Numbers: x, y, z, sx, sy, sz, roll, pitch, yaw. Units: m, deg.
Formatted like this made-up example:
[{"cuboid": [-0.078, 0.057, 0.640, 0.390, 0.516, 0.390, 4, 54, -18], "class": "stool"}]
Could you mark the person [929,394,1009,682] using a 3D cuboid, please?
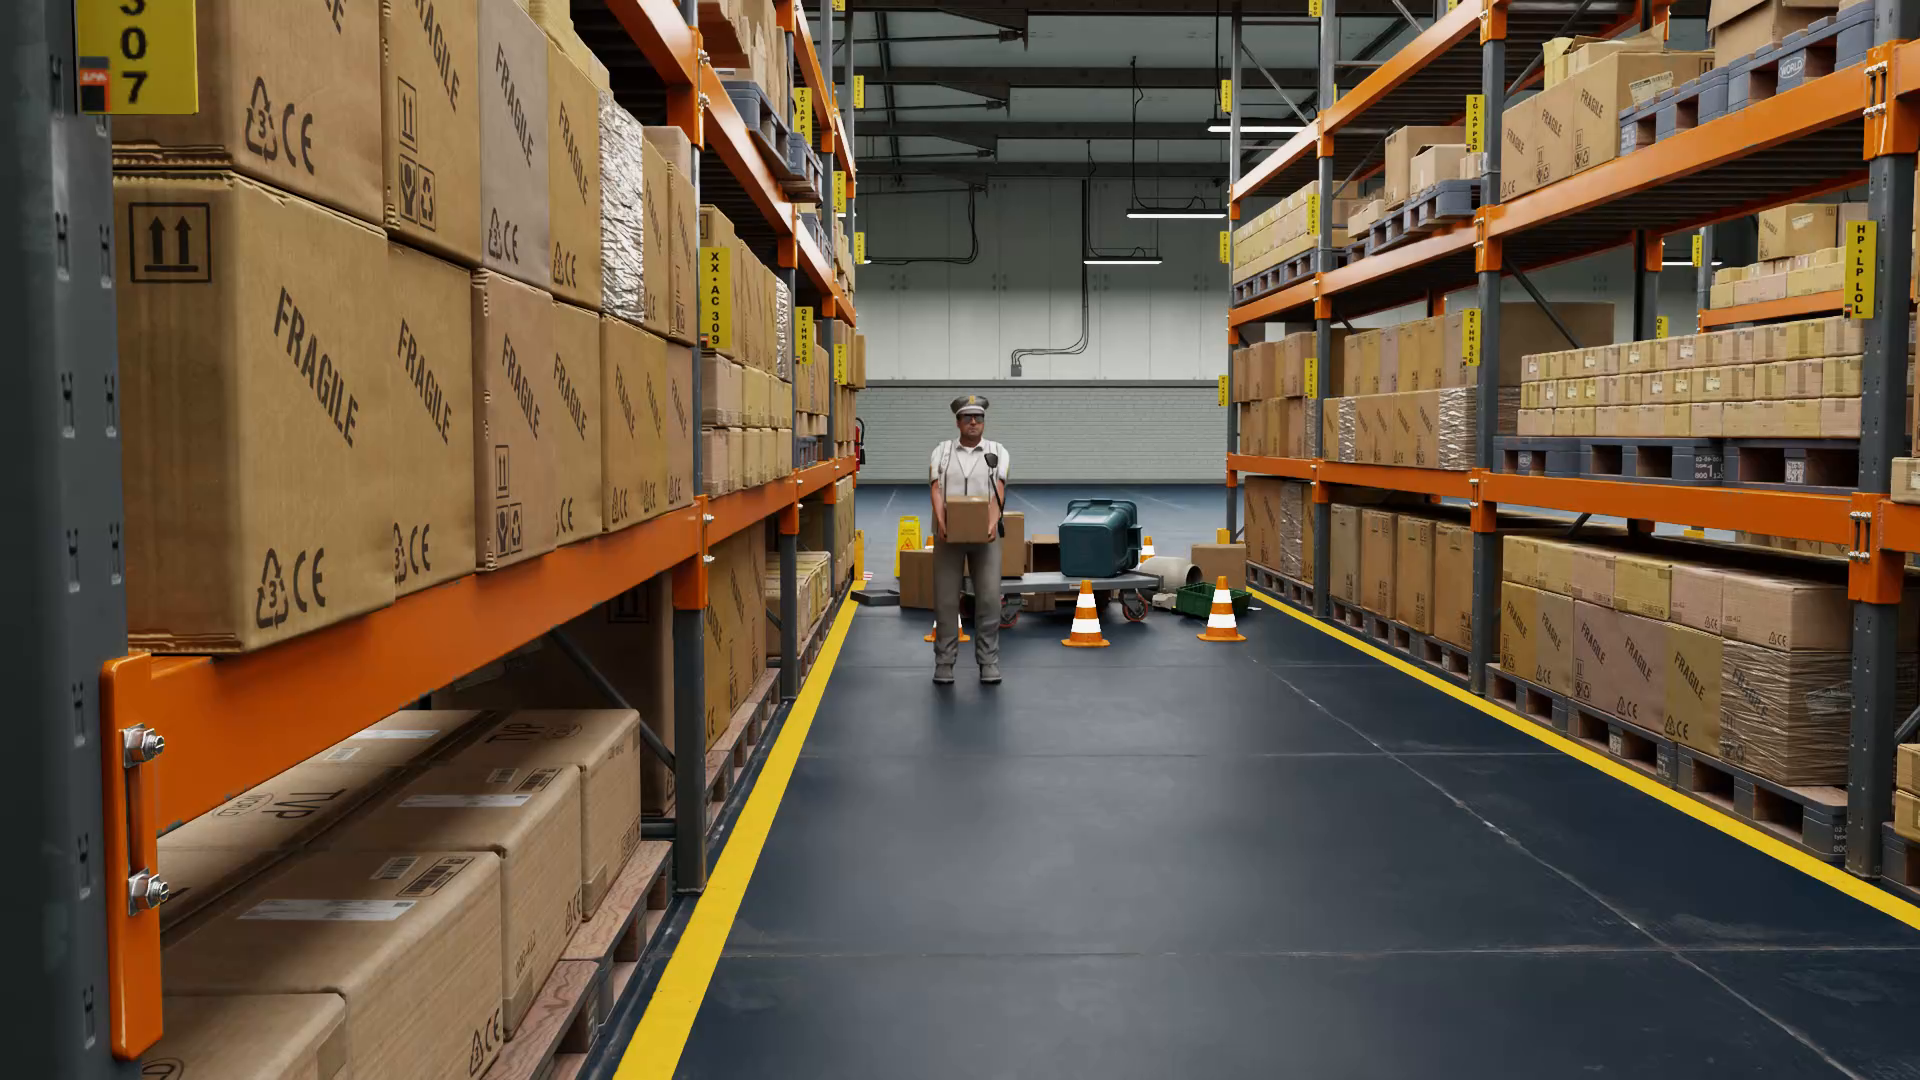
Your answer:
[{"cuboid": [0.059, -0.010, 10.210, 0.494, 1.766, 0.569, 0, 4, 0], "class": "person"}]
